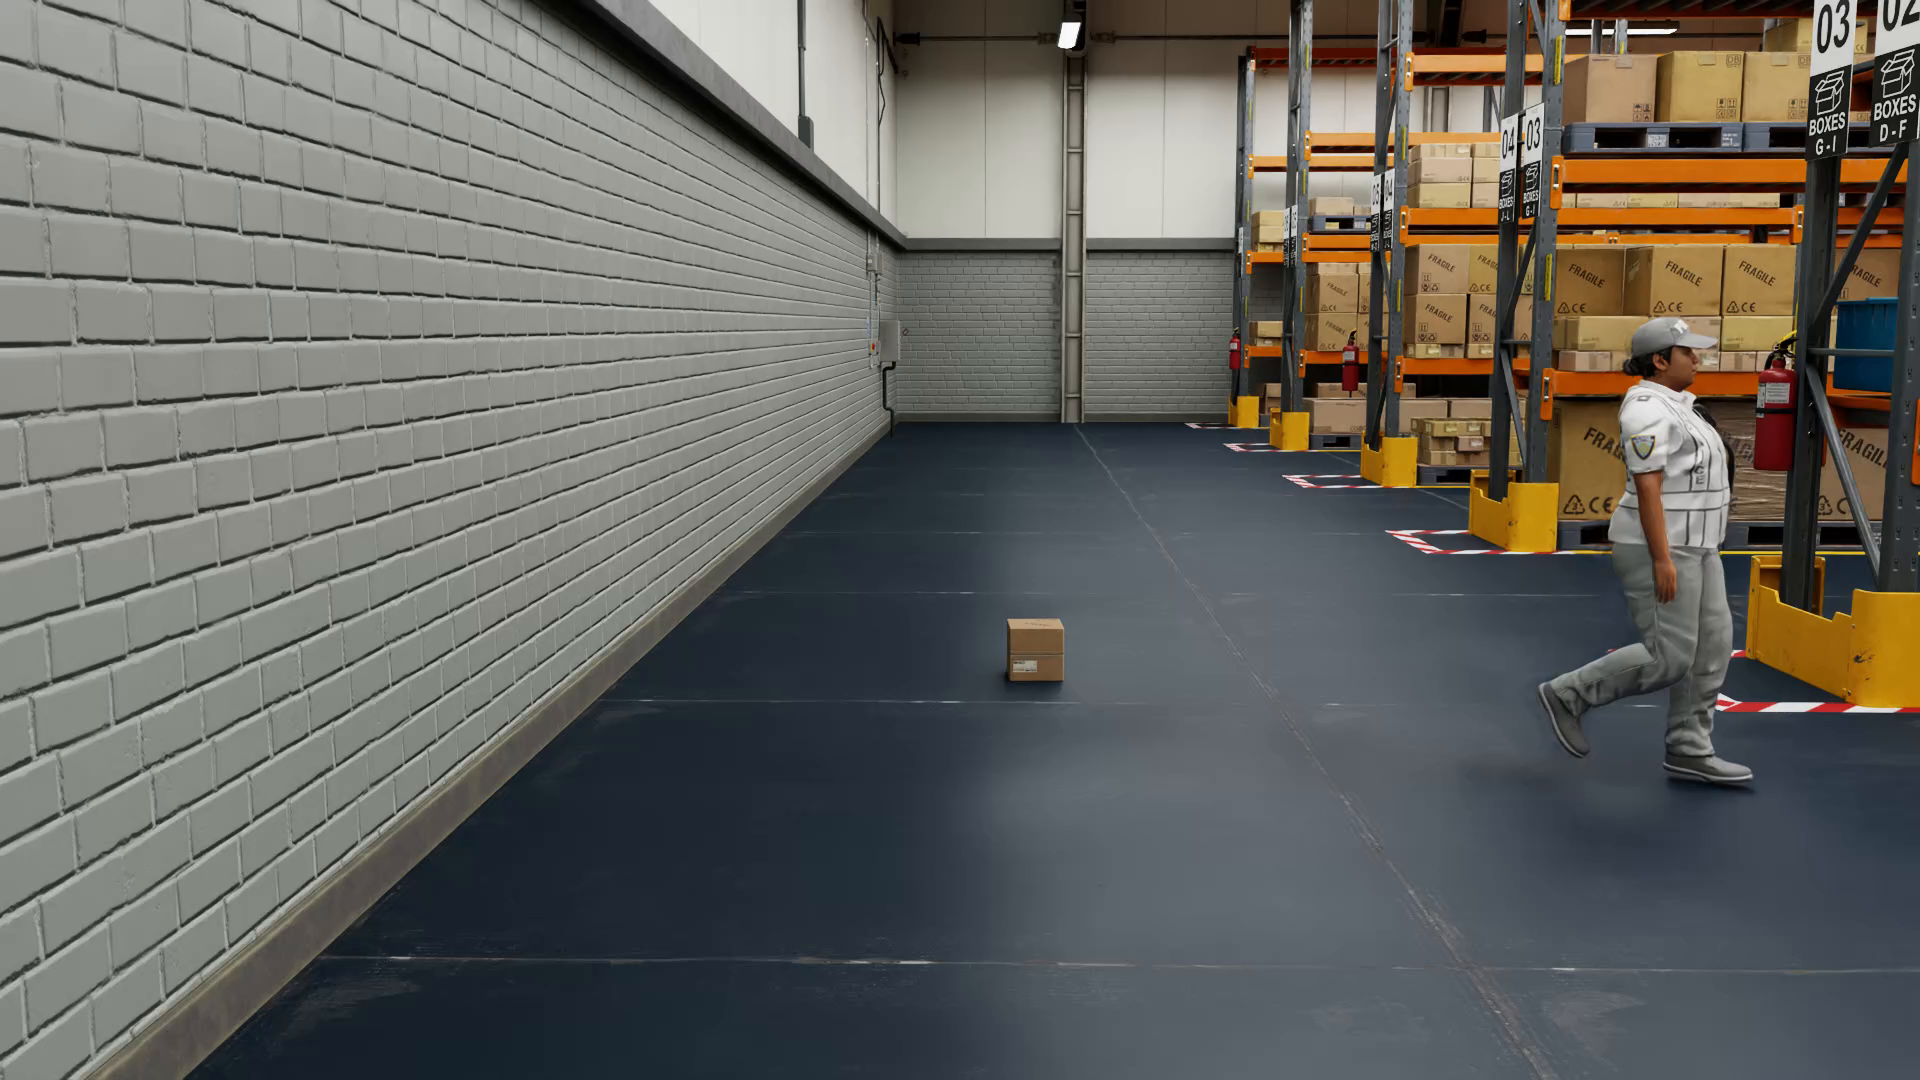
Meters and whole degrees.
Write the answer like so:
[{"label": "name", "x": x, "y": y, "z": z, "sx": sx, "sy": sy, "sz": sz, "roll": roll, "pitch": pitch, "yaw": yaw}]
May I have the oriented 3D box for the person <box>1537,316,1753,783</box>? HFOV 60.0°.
[{"label": "person", "x": 2.481, "y": 0.029, "z": 5.930, "sx": 0.699, "sy": 1.639, "sz": 0.479, "roll": 6, "pitch": 9, "yaw": 37}]
